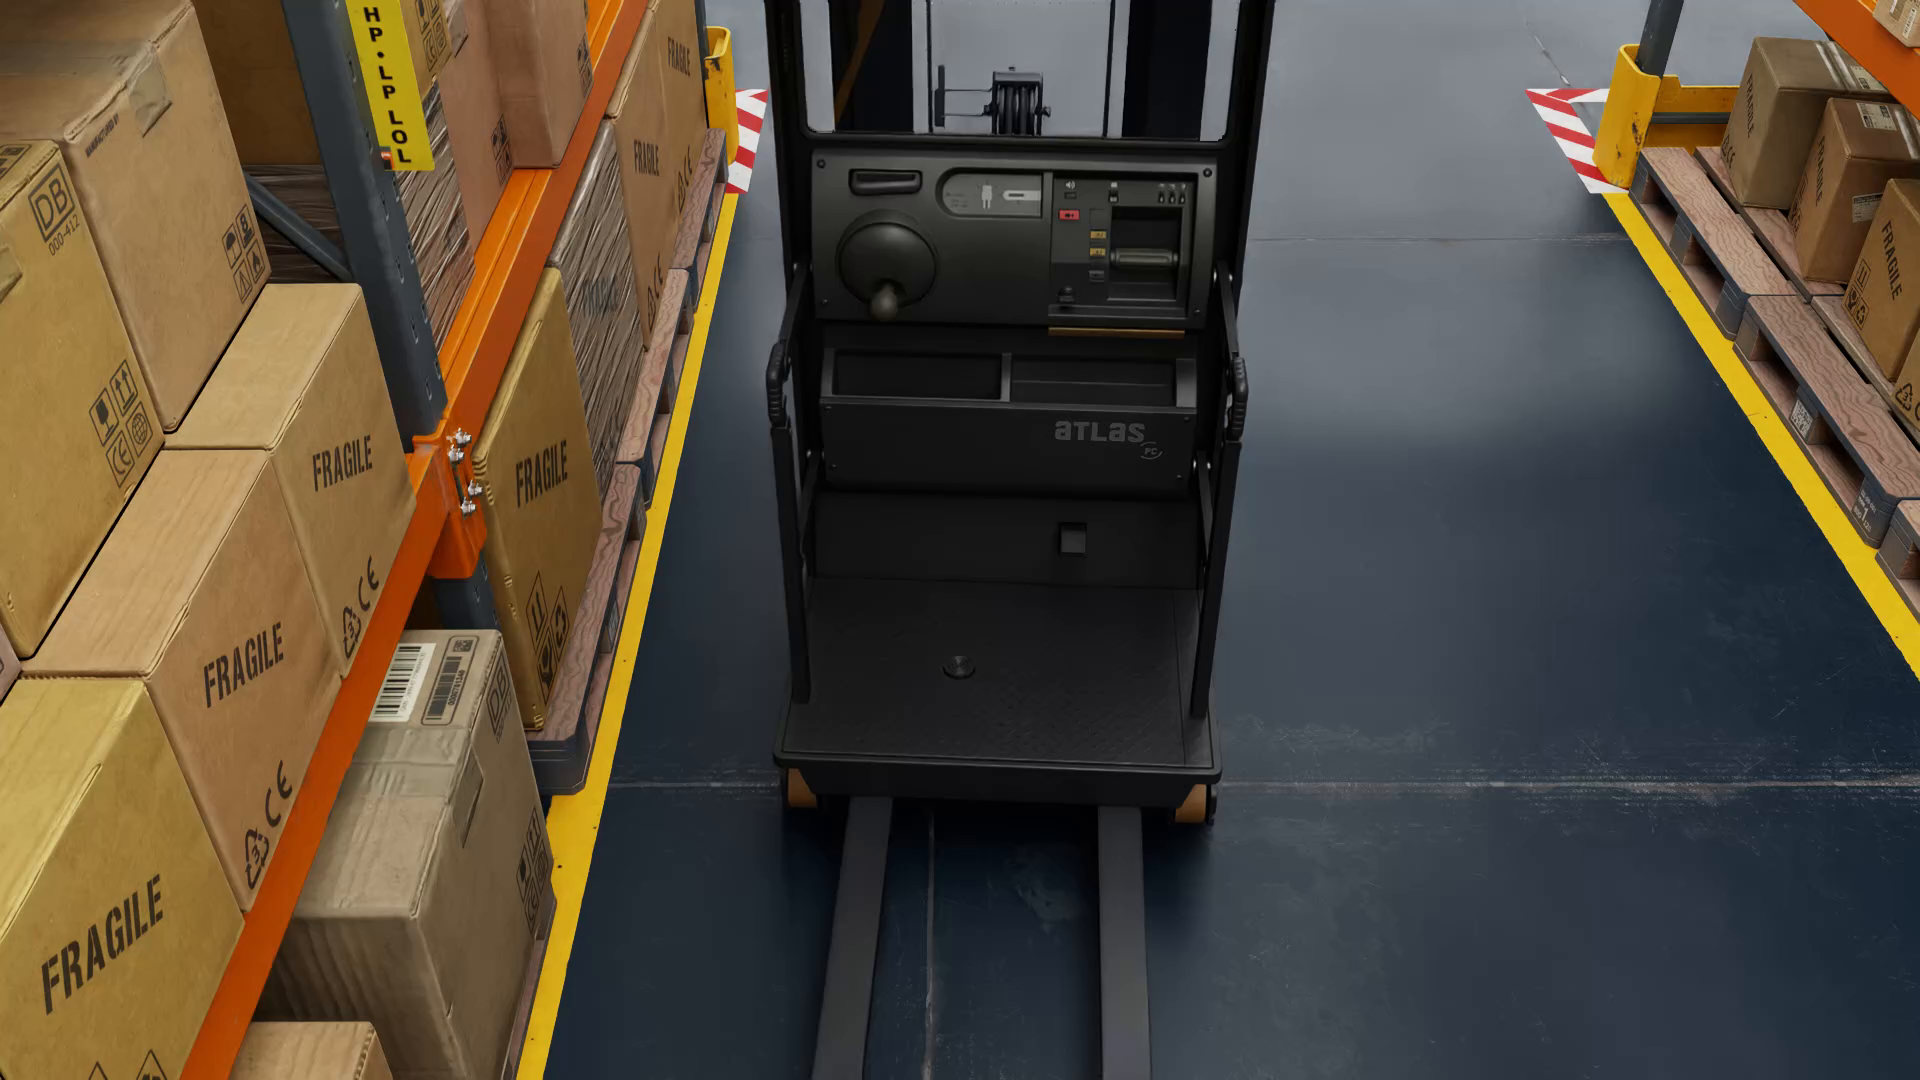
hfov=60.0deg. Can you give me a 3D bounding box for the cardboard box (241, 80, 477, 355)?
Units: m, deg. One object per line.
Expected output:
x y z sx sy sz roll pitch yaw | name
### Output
-1.588 -0.681 3.582 0.875 0.550 0.550 0 39 0 | cardboard box

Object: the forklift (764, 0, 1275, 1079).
0.112 -0.619 3.678 1.130 2.935 3.031 2 39 2 | forklift

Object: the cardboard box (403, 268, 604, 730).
-1.506 -0.120 4.365 0.875 0.875 0.875 1 39 1 | cardboard box

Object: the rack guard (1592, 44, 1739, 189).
3.380 -1.811 7.110 1.175 0.500 0.348 0 39 0 | rack guard

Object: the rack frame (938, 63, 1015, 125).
0.052 -1.014 5.555 0.240 1.200 0.006 2 39 2 | rack frame

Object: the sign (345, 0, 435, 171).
-1.033 -0.820 3.012 0.100 0.325 0.005 0 39 0 | sign

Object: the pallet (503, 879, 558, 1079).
-1.499 1.178 3.611 1.003 0.211 1.213 0 39 0 | pallet

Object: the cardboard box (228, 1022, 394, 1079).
-1.487 1.313 2.676 1.050 0.750 0.750 0 39 0 | cardboard box

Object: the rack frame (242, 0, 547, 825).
-1.575 -0.392 3.341 1.000 3.000 0.127 0 39 0 | rack frame

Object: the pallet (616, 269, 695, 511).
-1.502 -0.544 5.761 1.003 0.211 1.213 0 39 0 | pallet

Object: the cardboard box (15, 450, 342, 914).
-1.307 0.211 2.508 0.500 0.500 0.500 0 39 -1 | cardboard box

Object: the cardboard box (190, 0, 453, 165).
-1.541 -1.103 3.244 0.875 0.550 0.550 0 39 0 | cardboard box

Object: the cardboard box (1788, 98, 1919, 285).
3.399 -1.258 6.084 0.500 0.500 0.500 10 40 12 | cardboard box

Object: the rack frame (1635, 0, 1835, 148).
3.380 -2.834 6.388 1.000 3.000 0.127 0 39 0 | rack frame

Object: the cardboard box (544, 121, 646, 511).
-1.511 -0.684 5.068 0.875 0.875 0.875 0 39 0 | cardboard box

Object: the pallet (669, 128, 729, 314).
-1.501 -1.305 6.710 1.003 0.211 1.213 0 39 0 | pallet

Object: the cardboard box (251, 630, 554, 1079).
-1.485 0.710 3.429 1.050 0.750 0.750 0 39 0 | cardboard box

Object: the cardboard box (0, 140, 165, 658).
-1.566 -0.189 2.208 0.700 0.500 0.500 -1 39 -1 | cardboard box

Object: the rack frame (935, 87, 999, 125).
0.043 -0.899 5.413 0.240 1.200 0.006 2 39 2 | rack frame

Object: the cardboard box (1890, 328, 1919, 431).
3.337 -0.518 5.160 0.500 0.500 0.500 -3 39 -4 | cardboard box

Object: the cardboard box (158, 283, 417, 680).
-1.307 -0.105 2.903 0.500 0.500 0.500 0 39 0 | cardboard box

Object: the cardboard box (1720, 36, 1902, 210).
3.364 -1.632 6.551 0.500 0.500 0.500 7 39 8 | cardboard box

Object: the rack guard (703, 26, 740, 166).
-1.580 -1.933 7.263 1.175 0.500 0.348 0 39 0 | rack guard

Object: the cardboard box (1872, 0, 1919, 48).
3.047 -1.619 5.073 0.380 0.149 0.250 0 39 0 | cardboard box

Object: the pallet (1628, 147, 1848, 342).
3.346 -1.190 6.566 1.003 0.211 1.213 0 39 0 | pallet

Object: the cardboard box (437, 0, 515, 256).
-1.611 -1.025 4.011 0.875 0.550 0.550 0 39 0 | cardboard box

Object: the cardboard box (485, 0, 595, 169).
-1.494 -1.363 4.432 0.875 0.550 0.550 0 39 0 | cardboard box

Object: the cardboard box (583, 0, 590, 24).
-1.595 -1.695 4.846 0.875 0.550 0.500 0 39 0 | cardboard box

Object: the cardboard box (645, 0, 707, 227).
-1.513 -1.804 6.466 0.875 0.875 0.875 0 39 0 | cardboard box

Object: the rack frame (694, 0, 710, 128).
-1.580 -2.894 6.462 1.000 3.000 0.127 0 39 0 | rack frame

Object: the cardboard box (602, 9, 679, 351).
-1.510 -1.254 5.780 0.875 0.875 0.875 -1 39 -1 | cardboard box

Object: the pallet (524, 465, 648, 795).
-1.498 0.220 4.806 1.003 0.211 1.213 0 39 0 | pallet

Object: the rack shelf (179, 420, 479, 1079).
-1.573 1.139 2.005 1.077 0.370 4.000 0 39 0 | rack shelf

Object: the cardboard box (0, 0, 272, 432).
-1.569 -0.511 2.609 0.700 0.500 0.500 -1 39 -1 | cardboard box

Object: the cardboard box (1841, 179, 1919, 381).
3.381 -0.867 5.596 0.500 0.500 0.500 3 39 4 | cardboard box

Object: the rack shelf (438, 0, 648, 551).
-1.578 -1.362 5.126 1.077 0.370 4.000 0 39 0 | rack shelf

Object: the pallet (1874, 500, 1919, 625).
3.349 0.336 4.662 1.003 0.211 1.213 0 39 0 | pallet

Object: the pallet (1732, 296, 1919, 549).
3.344 -0.429 5.617 1.003 0.211 1.213 0 39 0 | pallet

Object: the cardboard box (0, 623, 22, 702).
-1.566 0.127 1.814 0.700 0.500 0.500 0 39 0 | cardboard box

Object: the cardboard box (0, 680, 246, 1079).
-1.306 0.527 2.114 0.500 0.500 0.500 0 39 0 | cardboard box

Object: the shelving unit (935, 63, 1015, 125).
0.048 -0.956 5.484 0.258 1.200 0.189 2 39 2 | shelving unit
